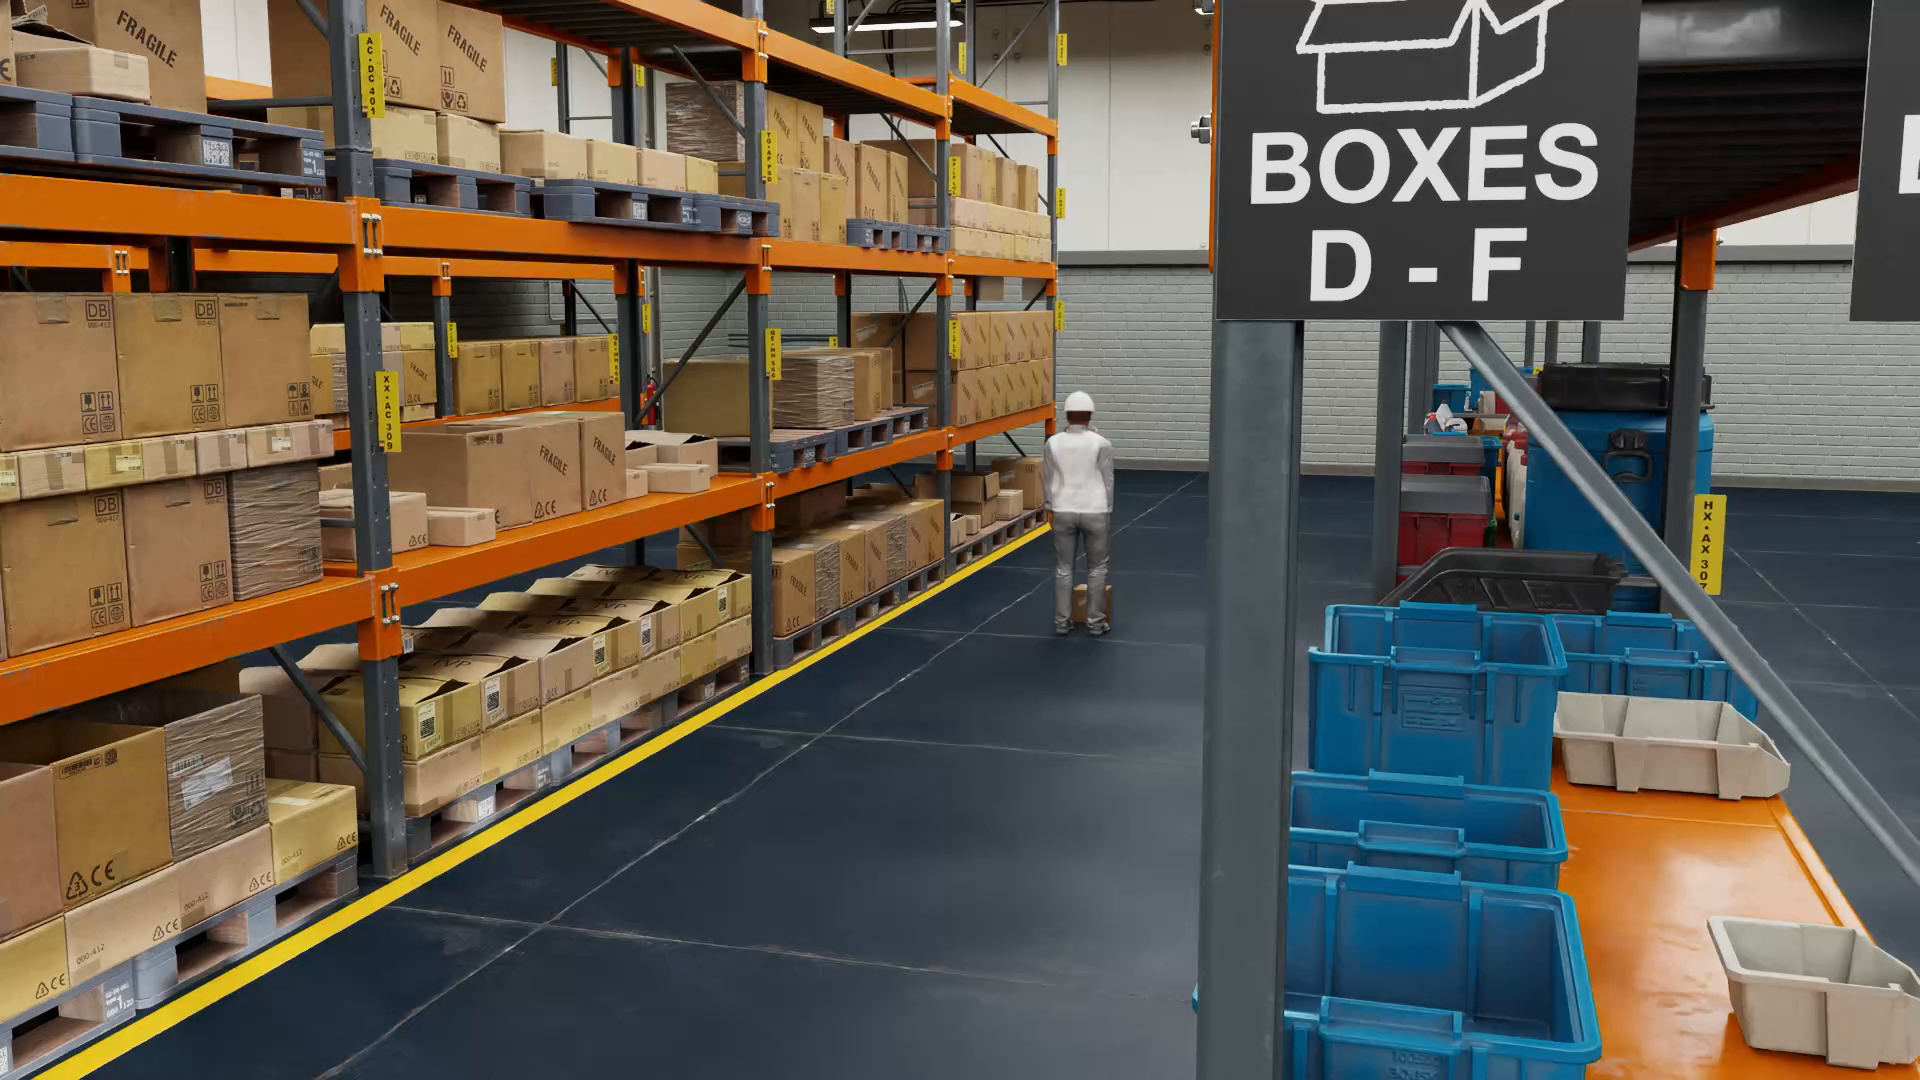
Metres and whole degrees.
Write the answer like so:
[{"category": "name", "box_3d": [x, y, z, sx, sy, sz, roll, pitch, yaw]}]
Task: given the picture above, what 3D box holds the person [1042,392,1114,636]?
[{"category": "person", "box_3d": [0.861, -0.195, 12.131, 0.534, 1.763, 0.357, 3, 9, 17]}]
